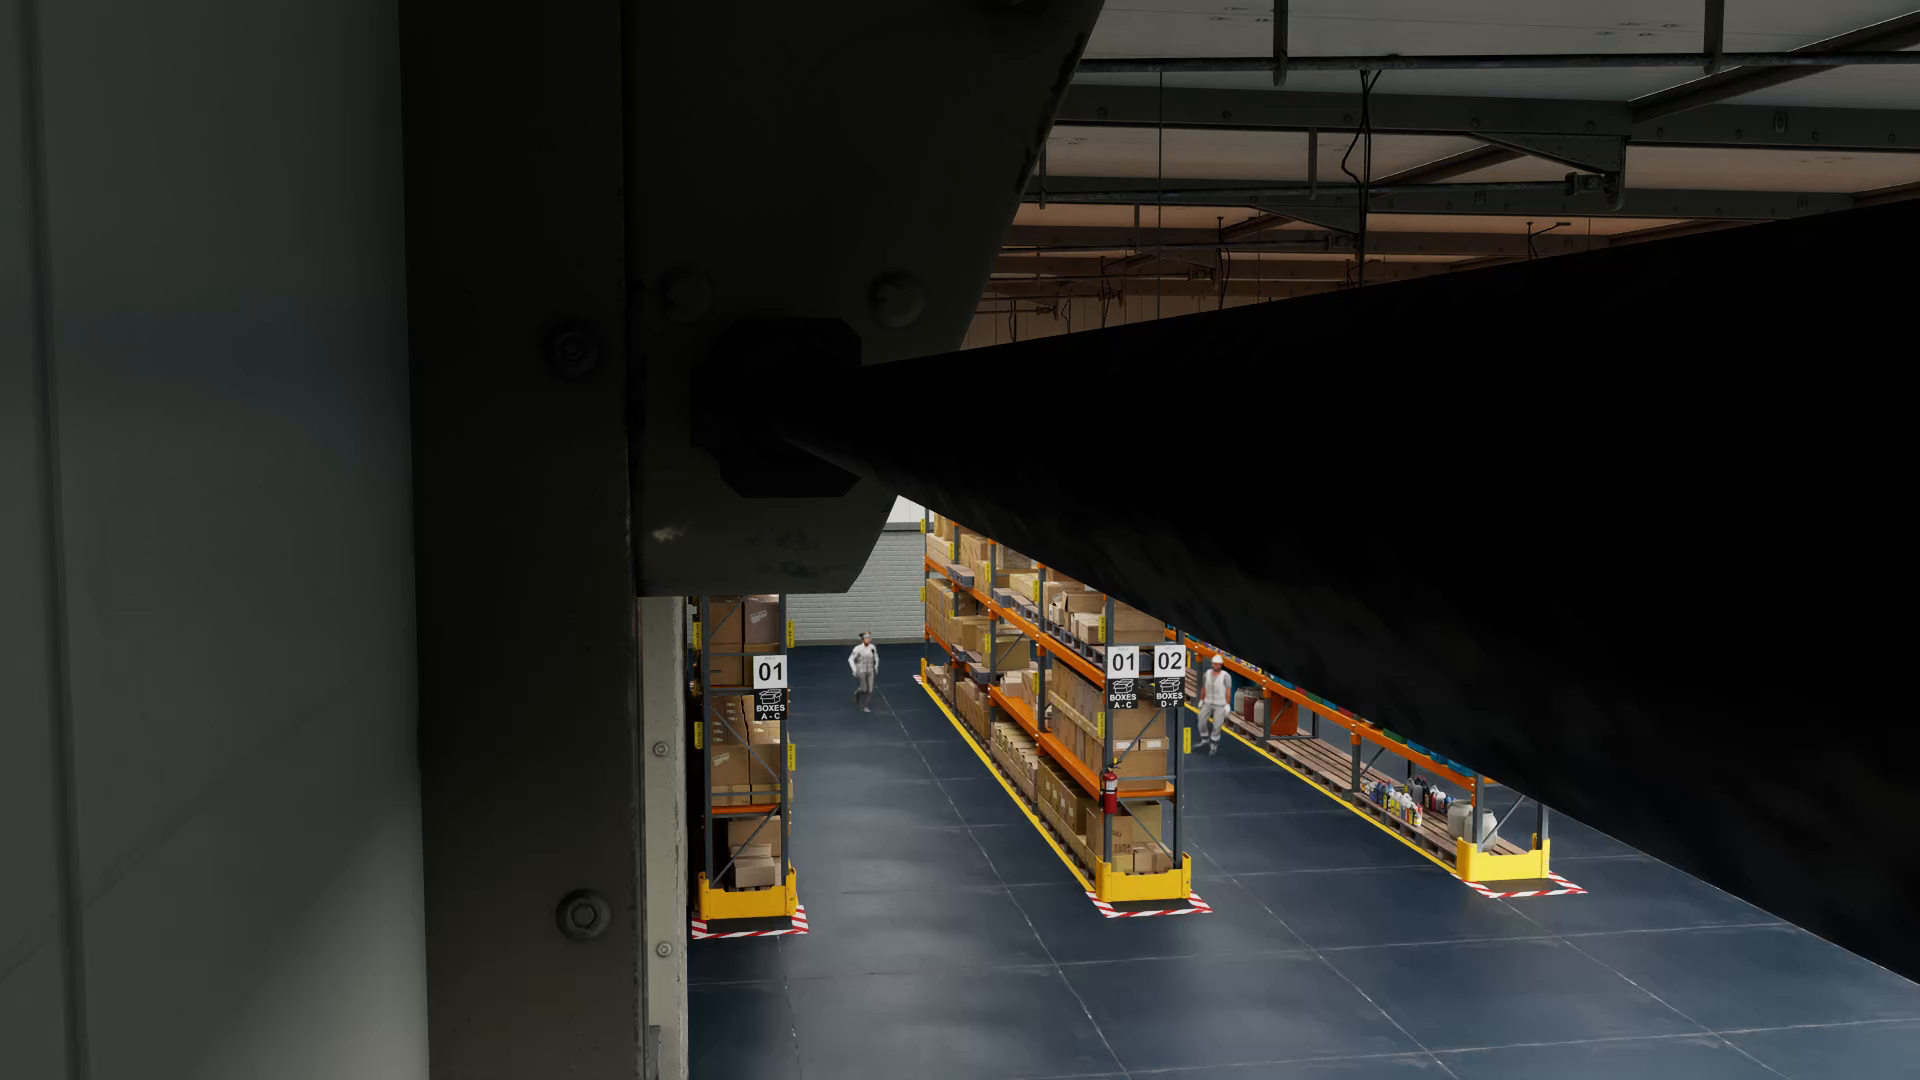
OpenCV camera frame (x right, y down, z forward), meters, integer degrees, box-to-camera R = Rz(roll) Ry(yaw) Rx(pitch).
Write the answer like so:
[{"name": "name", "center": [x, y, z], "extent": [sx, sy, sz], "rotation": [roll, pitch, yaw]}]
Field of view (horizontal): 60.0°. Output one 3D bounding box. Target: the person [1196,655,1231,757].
[{"name": "person", "center": [4.443, 2.888, 29.112], "extent": [0.651, 1.804, 0.469], "rotation": [2, 6, 24]}]

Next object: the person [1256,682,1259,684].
[{"name": "person", "center": [6.746, 2.324, 35.713], "extent": [0.716, 1.750, 0.661], "rotation": [1, 5, 6]}]

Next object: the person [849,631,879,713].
[{"name": "person", "center": [-1.886, 2.613, 33.038], "extent": [0.612, 1.640, 0.584], "rotation": [-2, 5, -22]}]
